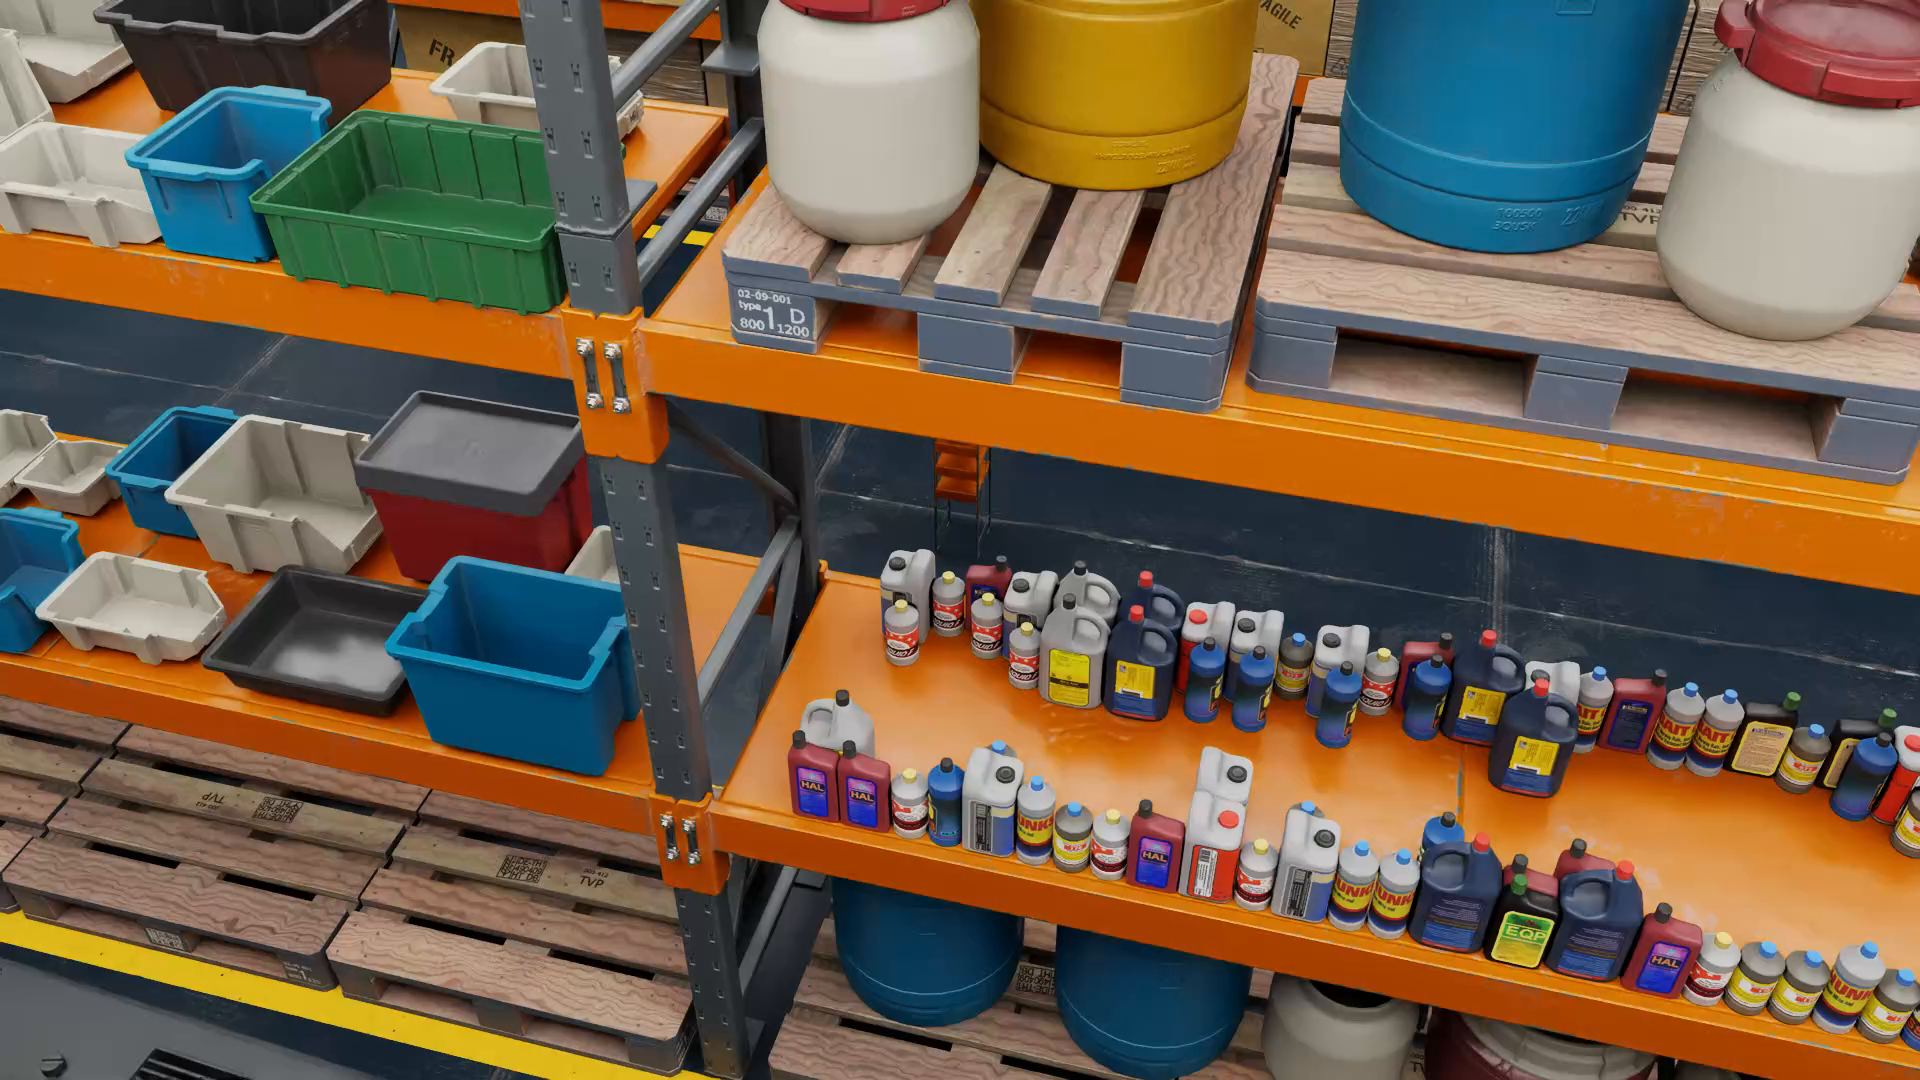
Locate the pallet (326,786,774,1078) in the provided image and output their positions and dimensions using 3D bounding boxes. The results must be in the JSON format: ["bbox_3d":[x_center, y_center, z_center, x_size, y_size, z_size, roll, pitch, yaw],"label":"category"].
[{"bbox_3d":[-1.337,1.206,5.650,1.213,0.211,1.003,10,41,11],"label":"pallet"}]

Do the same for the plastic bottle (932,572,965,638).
[{"bbox_3d":[-0.033,0.179,4.859,0.097,0.201,0.097,0,40,0],"label":"plastic bottle"}]

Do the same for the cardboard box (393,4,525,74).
[{"bbox_3d":[-2.561,-2.797,9.573,0.875,0.875,0.875,10,41,11],"label":"cardboard box"}]

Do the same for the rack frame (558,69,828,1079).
[{"bbox_3d":[-0.616,0.236,4.637,0.127,3.000,1.000,10,41,11],"label":"rack frame"}]

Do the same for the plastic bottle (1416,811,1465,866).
[{"bbox_3d":[1.181,0.770,4.100,0.097,0.271,0.097,0,40,0],"label":"plastic bottle"}]

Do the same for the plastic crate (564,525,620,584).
[{"bbox_3d":[-1.029,0.148,4.900,0.243,0.136,0.396,10,41,11],"label":"plastic crate"}]

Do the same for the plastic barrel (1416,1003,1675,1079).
[{"bbox_3d":[1.680,1.405,4.793,0.708,0.588,0.600,10,41,11],"label":"plastic barrel"}]

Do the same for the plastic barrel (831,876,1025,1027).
[{"bbox_3d":[-0.095,0.980,5.056,0.708,0.901,0.600,10,41,11],"label":"plastic barrel"}]

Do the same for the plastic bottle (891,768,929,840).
[{"bbox_3d":[-0.127,0.668,4.277,0.097,0.201,0.097,0,40,0],"label":"plastic bottle"}]

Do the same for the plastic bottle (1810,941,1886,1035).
[{"bbox_3d":[2.041,1.014,3.810,0.097,0.271,0.097,0,40,0],"label":"plastic bottle"}]

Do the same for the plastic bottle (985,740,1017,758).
[{"bbox_3d":[0.100,0.606,4.351,0.097,0.201,0.097,0,40,0],"label":"plastic bottle"}]

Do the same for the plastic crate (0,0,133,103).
[{"bbox_3d":[-2.420,-1.287,4.323,0.530,0.136,0.437,10,41,11],"label":"plastic crate"}]

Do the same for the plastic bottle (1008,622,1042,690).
[{"bbox_3d":[0.187,0.318,4.693,0.097,0.201,0.097,0,40,0],"label":"plastic bottle"}]

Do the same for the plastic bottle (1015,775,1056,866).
[{"bbox_3d":[0.191,0.696,4.189,0.097,0.271,0.097,0,40,0],"label":"plastic bottle"}]

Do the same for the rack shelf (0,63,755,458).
[{"bbox_3d":[-2.548,-0.970,4.299,4.000,0.370,1.077,10,41,11],"label":"rack shelf"}]

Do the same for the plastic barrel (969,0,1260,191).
[{"bbox_3d":[0.318,-1.120,3.446,0.600,0.588,0.600,0,40,0],"label":"plastic barrel"}]

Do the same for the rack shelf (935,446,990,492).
[{"bbox_3d":[0.014,-0.331,6.967,0.180,0.103,0.258,10,41,11],"label":"rack shelf"}]

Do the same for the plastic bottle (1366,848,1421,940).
[{"bbox_3d":[1.050,0.844,4.013,0.097,0.271,0.097,0,40,0],"label":"plastic bottle"}]

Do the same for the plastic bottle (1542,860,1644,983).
[{"bbox_3d":[1.500,0.875,3.914,0.185,0.351,0.144,10,41,11],"label":"plastic bottle"}]

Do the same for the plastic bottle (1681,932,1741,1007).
[{"bbox_3d":[1.759,0.993,3.890,0.097,0.201,0.097,0,40,0],"label":"plastic bottle"}]

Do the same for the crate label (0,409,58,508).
[{"bbox_3d":[-3.094,-0.240,5.361,0.243,0.136,0.396,10,41,11],"label":"crate label"}]

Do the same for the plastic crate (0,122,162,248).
[{"bbox_3d":[-1.943,-0.787,3.727,0.466,0.136,0.293,10,41,11],"label":"plastic crate"}]

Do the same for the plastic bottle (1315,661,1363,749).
[{"bbox_3d":[1.028,0.436,4.499,0.097,0.271,0.097,0,40,0],"label":"plastic bottle"}]

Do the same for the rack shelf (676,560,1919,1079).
[{"bbox_3d":[1.316,0.844,4.472,4.000,0.370,1.077,10,41,11],"label":"rack shelf"}]

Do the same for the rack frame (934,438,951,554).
[{"bbox_3d":[-0.074,-0.472,6.879,0.006,1.200,0.240,10,41,11],"label":"rack frame"}]

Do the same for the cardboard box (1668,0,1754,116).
[{"bbox_3d":[3.507,-2.229,7.494,0.500,0.500,0.500,9,41,11],"label":"cardboard box"}]

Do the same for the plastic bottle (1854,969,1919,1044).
[{"bbox_3d":[2.135,1.057,3.813,0.097,0.201,0.097,0,40,0],"label":"plastic bottle"}]

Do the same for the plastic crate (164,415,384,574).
[{"bbox_3d":[-2.044,-0.110,5.094,0.530,0.282,0.437,10,41,11],"label":"plastic crate"}]

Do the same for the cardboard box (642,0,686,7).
[{"bbox_3d":[-1.456,-2.891,8.555,0.250,0.149,0.380,9,41,10],"label":"cardboard box"}]

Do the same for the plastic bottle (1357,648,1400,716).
[{"bbox_3d":[1.161,0.384,4.614,0.097,0.201,0.097,0,40,0],"label":"plastic bottle"}]

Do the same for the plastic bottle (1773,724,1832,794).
[{"bbox_3d":[2.232,0.569,4.395,0.097,0.201,0.097,0,40,0],"label":"plastic bottle"}]

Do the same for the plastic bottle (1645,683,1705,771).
[{"bbox_3d":[1.915,0.487,4.437,0.097,0.271,0.097,0,40,0],"label":"plastic bottle"}]

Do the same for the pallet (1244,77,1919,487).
[{"bbox_3d":[1.262,-0.584,3.428,1.213,0.211,1.003,10,41,11],"label":"pallet"}]

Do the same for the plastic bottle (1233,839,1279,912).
[{"bbox_3d":[0.732,0.816,4.101,0.097,0.201,0.097,0,40,0],"label":"plastic bottle"}]

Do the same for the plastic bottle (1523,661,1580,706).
[{"bbox_3d":[1.573,0.445,4.484,0.135,0.276,0.152,10,41,11],"label":"plastic bottle"}]

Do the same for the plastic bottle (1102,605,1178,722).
[{"bbox_3d":[0.497,0.325,4.570,0.185,0.351,0.144,10,41,11],"label":"plastic bottle"}]

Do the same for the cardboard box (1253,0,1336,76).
[{"bbox_3d":[1.530,-2.565,7.894,0.500,0.500,0.500,10,41,11],"label":"cardboard box"}]

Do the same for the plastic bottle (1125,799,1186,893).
[{"bbox_3d":[0.485,0.754,4.110,0.133,0.283,0.061,10,41,11],"label":"plastic bottle"}]

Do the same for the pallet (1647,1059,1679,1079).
[{"bbox_3d":[2.475,1.863,4.867,1.213,0.211,1.003,10,41,11],"label":"pallet"}]

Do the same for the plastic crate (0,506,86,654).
[{"bbox_3d":[-2.765,0.126,4.851,0.300,0.233,0.416,10,41,11],"label":"plastic crate"}]

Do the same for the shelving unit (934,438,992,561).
[{"bbox_3d":[0.014,-0.457,6.861,0.189,1.200,0.258,10,41,11],"label":"shelving unit"}]

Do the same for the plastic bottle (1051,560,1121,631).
[{"bbox_3d":[0.356,0.204,4.713,0.185,0.351,0.144,10,41,11],"label":"plastic bottle"}]

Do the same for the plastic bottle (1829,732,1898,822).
[{"bbox_3d":[2.346,0.602,4.301,0.097,0.271,0.097,0,40,0],"label":"plastic bottle"}]

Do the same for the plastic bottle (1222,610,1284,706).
[{"bbox_3d":[0.818,0.315,4.639,0.135,0.276,0.152,10,41,11],"label":"plastic bottle"}]
